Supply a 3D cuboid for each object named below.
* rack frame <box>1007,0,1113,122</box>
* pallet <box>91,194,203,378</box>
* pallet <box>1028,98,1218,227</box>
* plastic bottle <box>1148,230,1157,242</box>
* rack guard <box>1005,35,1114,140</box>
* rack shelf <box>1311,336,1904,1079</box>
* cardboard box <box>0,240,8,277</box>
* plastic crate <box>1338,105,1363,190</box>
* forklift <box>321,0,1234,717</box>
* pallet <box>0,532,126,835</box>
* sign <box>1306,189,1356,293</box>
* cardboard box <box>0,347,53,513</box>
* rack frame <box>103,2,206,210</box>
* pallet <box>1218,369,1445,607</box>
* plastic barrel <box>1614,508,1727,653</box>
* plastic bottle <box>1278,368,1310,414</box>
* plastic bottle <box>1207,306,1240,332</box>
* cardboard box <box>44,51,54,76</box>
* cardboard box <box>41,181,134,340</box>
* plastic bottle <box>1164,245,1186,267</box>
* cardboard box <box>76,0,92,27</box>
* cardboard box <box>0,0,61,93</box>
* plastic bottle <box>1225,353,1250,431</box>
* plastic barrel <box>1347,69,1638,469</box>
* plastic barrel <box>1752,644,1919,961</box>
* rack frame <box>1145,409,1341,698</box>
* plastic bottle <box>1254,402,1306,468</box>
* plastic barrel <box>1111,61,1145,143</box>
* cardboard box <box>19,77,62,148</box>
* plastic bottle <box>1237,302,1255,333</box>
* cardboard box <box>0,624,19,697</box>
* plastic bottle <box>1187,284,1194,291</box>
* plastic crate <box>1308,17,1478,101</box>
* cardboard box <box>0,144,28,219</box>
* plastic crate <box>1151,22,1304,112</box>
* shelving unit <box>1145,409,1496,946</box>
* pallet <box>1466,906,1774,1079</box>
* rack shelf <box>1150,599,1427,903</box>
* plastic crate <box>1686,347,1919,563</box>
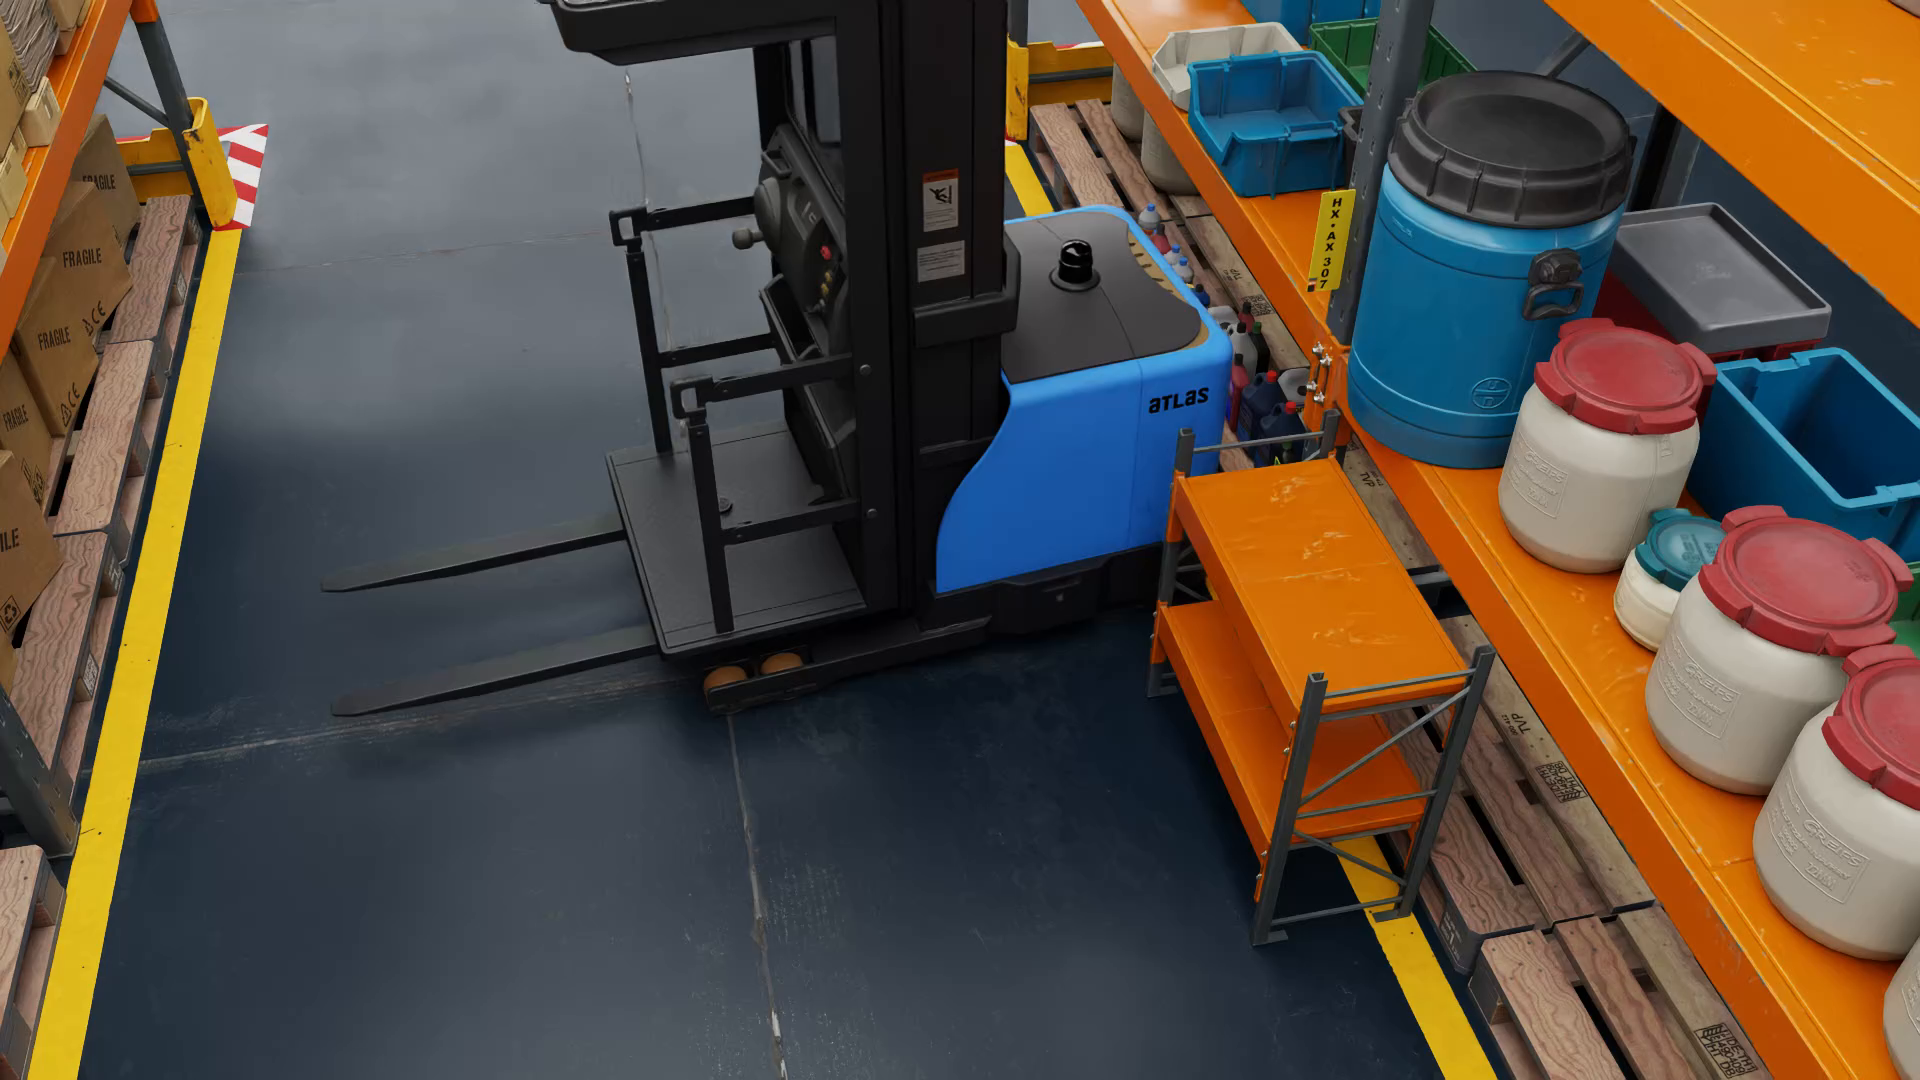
[{"bbox_3d":[0.733,-3.410,7.832,1.000,3.000,0.127,-8,42,-9],"label":"rack frame"},{"bbox_3d":[-3.946,-1.077,7.304,1.003,0.211,1.213,-8,42,-9],"label":"pallet"},{"bbox_3d":[0.965,-1.798,8.116,1.003,0.211,1.213,-8,42,-9],"label":"pallet"},{"bbox_3d":[0.842,-1.241,7.166,0.097,0.201,0.097,0,42,0],"label":"plastic bottle"},{"bbox_3d":[0.795,-2.433,8.614,1.175,0.500,0.348,-8,42,-9],"label":"rack guard"},{"bbox_3d":[2.028,0.748,3.690,1.077,0.370,4.000,-8,42,-9],"label":"rack shelf"},{"bbox_3d":[-3.192,-0.847,5.134,0.380,0.149,0.250,-8,42,-9],"label":"cardboard box"},{"bbox_3d":[1.607,-1.152,5.335,0.767,0.338,0.504,-8,42,-9],"label":"plastic crate"},{"bbox_3d":[-0.672,-0.906,5.063,3.031,2.935,1.130,-13,43,-14],"label":"forklift"},{"bbox_3d":[-3.419,0.505,5.522,1.003,0.211,1.213,-8,42,-9],"label":"pallet"},{"bbox_3d":[1.057,-0.849,4.739,0.100,0.325,0.005,-8,42,-9],"label":"sign"},{"bbox_3d":[-3.629,-0.356,5.959,0.500,0.500,0.500,-12,43,-13],"label":"cardboard box"},{"bbox_3d":[-4.103,-2.701,7.033,1.000,3.000,0.127,-8,42,-9],"label":"rack frame"},{"bbox_3d":[1.492,-0.216,6.334,1.003,0.211,1.213,-8,42,-9],"label":"pallet"},{"bbox_3d":[1.732,0.114,3.966,0.301,0.262,0.301,0,42,0],"label":"plastic barrel"},{"bbox_3d":[1.274,-0.502,6.276,0.152,0.276,0.135,-8,42,-9],"label":"plastic bottle"},{"bbox_3d":[1.034,-0.779,6.589,0.152,0.276,0.135,-8,42,-8],"label":"plastic bottle"},{"bbox_3d":[-3.630,-1.803,6.210,0.380,0.149,0.250,-8,42,-9],"label":"cardboard box"},{"bbox_3d":[-3.822,-1.133,6.834,0.500,0.500,0.500,2,42,2],"label":"cardboard box"},{"bbox_3d":[0.894,-1.113,6.968,0.097,0.271,0.097,0,42,0],"label":"plastic bottle"},{"bbox_3d":[-3.683,-2.135,6.585,0.380,0.149,0.250,-8,42,-9],"label":"cardboard box"},{"bbox_3d":[-3.721,-1.852,5.777,0.875,0.500,0.500,-8,42,-9],"label":"cardboard box"},{"bbox_3d":[1.059,-0.566,6.343,0.061,0.283,0.133,-6,42,-6],"label":"plastic bottle"},{"bbox_3d":[1.384,-0.711,4.414,0.600,0.901,0.708,-8,42,-9],"label":"plastic barrel"},{"bbox_3d":[1.840,0.539,3.281,0.433,0.535,0.433,0,42,0],"label":"plastic barrel"},{"bbox_3d":[0.883,0.070,5.312,0.500,1.125,0.032,-8,42,-10],"label":"rack frame"},{"bbox_3d":[1.176,-0.368,6.069,0.144,0.351,0.185,-9,42,-10],"label":"plastic bottle"},{"bbox_3d":[0.950,-2.221,8.051,0.421,0.512,0.421,0,42,0],"label":"plastic barrel"},{"bbox_3d":[-3.414,-1.494,5.863,0.380,0.149,0.250,-8,42,-9],"label":"cardboard box"},{"bbox_3d":[1.137,-0.798,6.604,0.061,0.283,0.133,-8,42,-9],"label":"plastic bottle"},{"bbox_3d":[-3.287,0.405,5.101,0.500,0.500,0.500,-10,42,-11],"label":"cardboard box"},{"bbox_3d":[0.937,-0.957,6.845,0.097,0.201,0.097,0,42,0],"label":"plastic bottle"},{"bbox_3d":[1.579,-1.659,6.019,0.450,0.188,0.662,-8,42,-9],"label":"plastic crate"},{"bbox_3d":[-3.329,-1.167,5.494,0.380,0.149,0.250,-8,42,-9],"label":"cardboard box"},{"bbox_3d":[0.998,-1.735,6.144,0.530,0.136,0.437,-8,42,-9],"label":"plastic crate"},{"bbox_3d":[0.997,0.400,4.942,0.538,1.125,1.048,-8,42,-10],"label":"shelving unit"},{"bbox_3d":[2.070,1.521,4.377,1.003,0.211,1.213,-8,42,-9],"label":"pallet"},{"bbox_3d":[0.993,0.583,5.105,0.538,0.278,1.000,-8,42,-10],"label":"rack shelf"},{"bbox_3d":[2.138,-0.141,4.162,0.392,0.384,0.575,-8,42,-9],"label":"plastic crate"}]
